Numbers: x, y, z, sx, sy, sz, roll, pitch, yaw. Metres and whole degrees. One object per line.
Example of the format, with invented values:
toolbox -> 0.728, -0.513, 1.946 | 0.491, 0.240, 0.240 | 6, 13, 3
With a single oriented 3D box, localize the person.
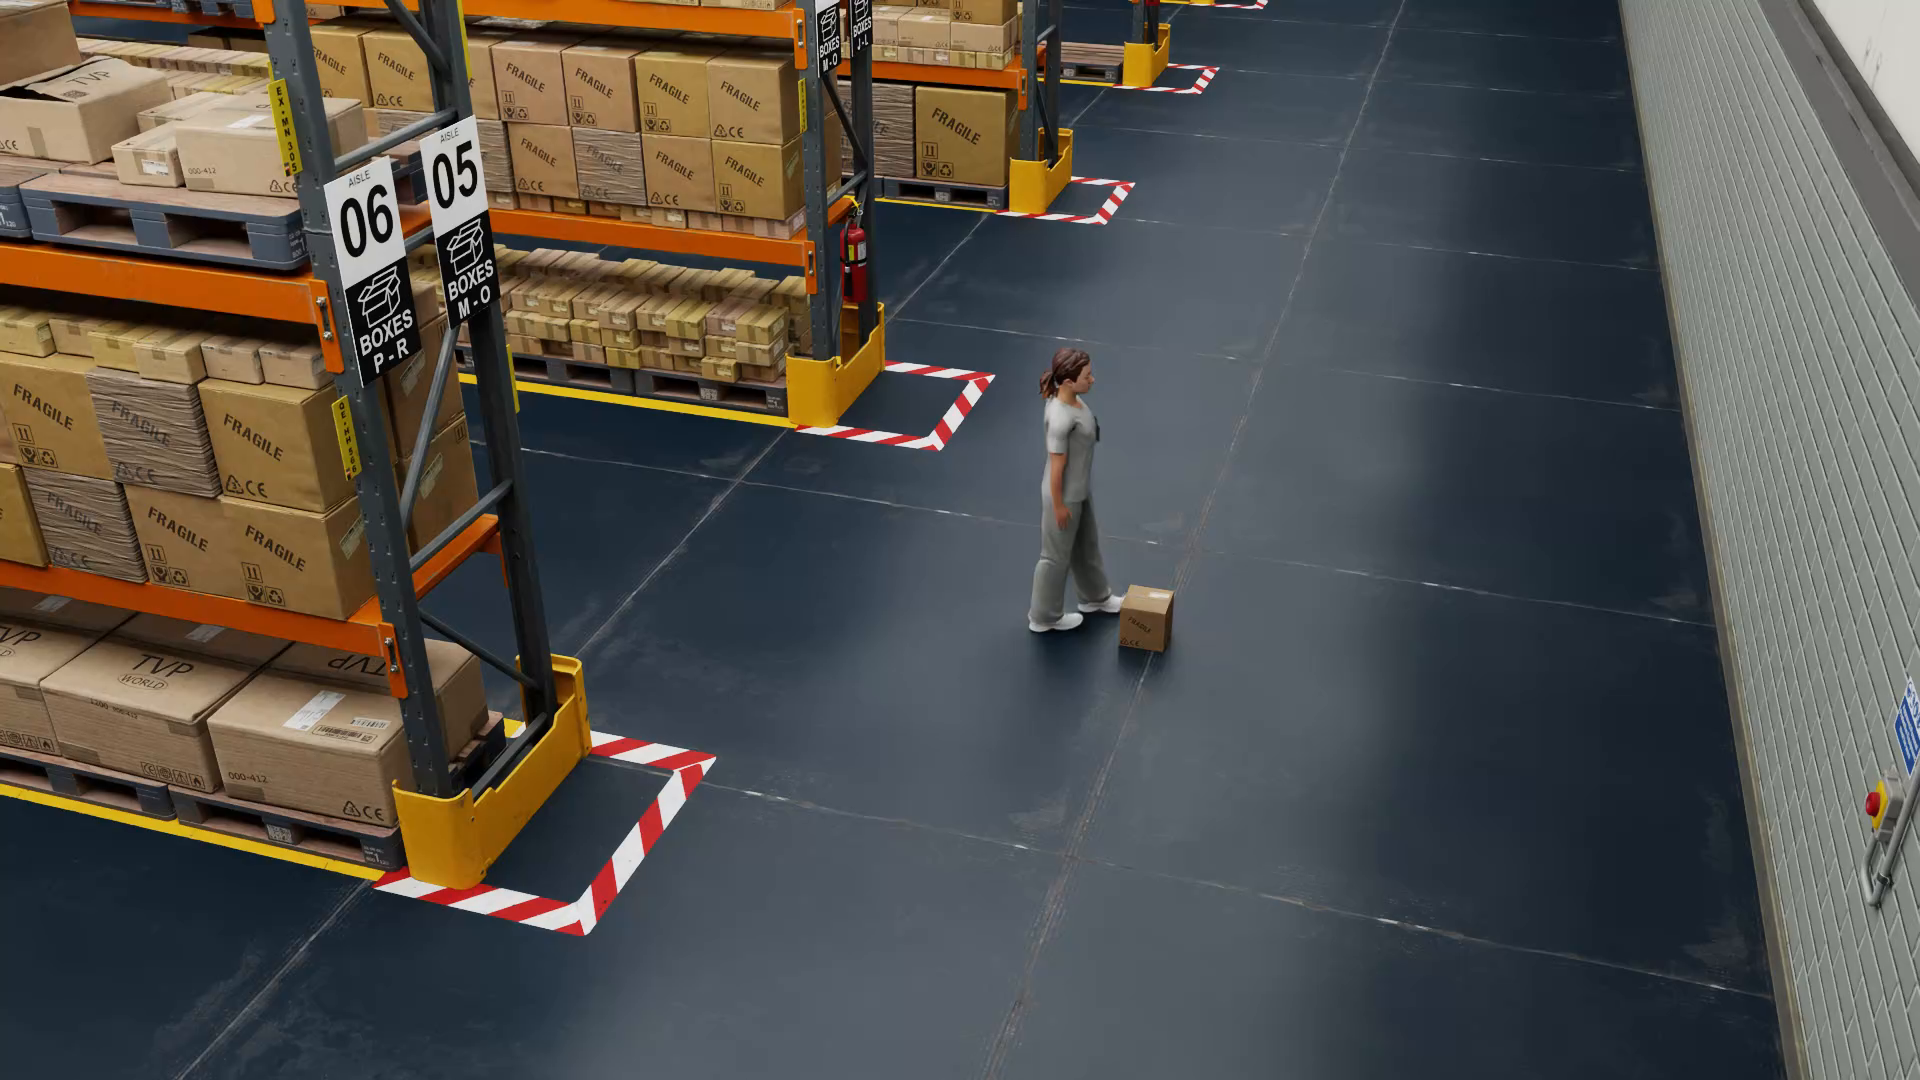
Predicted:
person -> 0.673, -0.258, 8.947 | 0.576, 1.670, 0.459 | 4, 30, 7
